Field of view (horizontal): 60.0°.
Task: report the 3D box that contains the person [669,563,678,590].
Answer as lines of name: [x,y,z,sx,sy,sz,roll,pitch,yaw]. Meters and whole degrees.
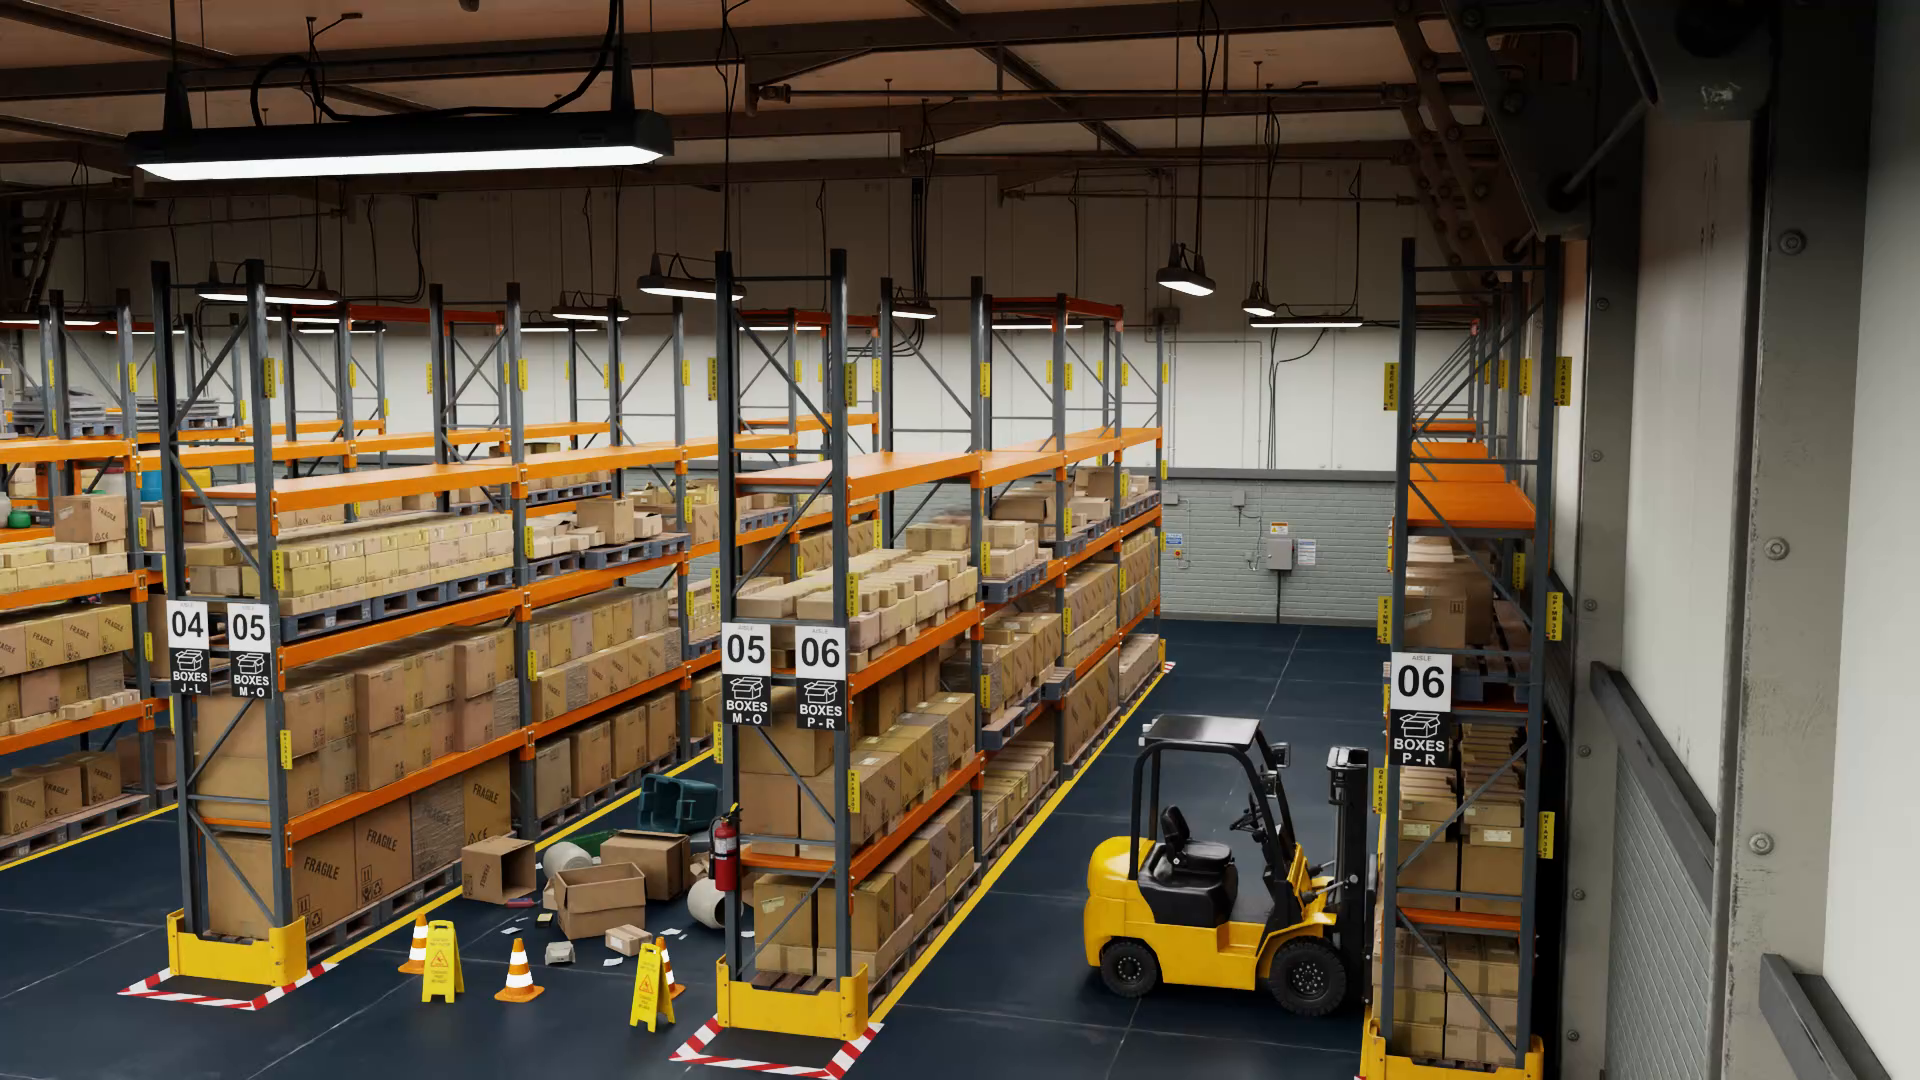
person: [-5.538,0.945,32.075,0.836,1.646,0.494,-2,6,-15]
